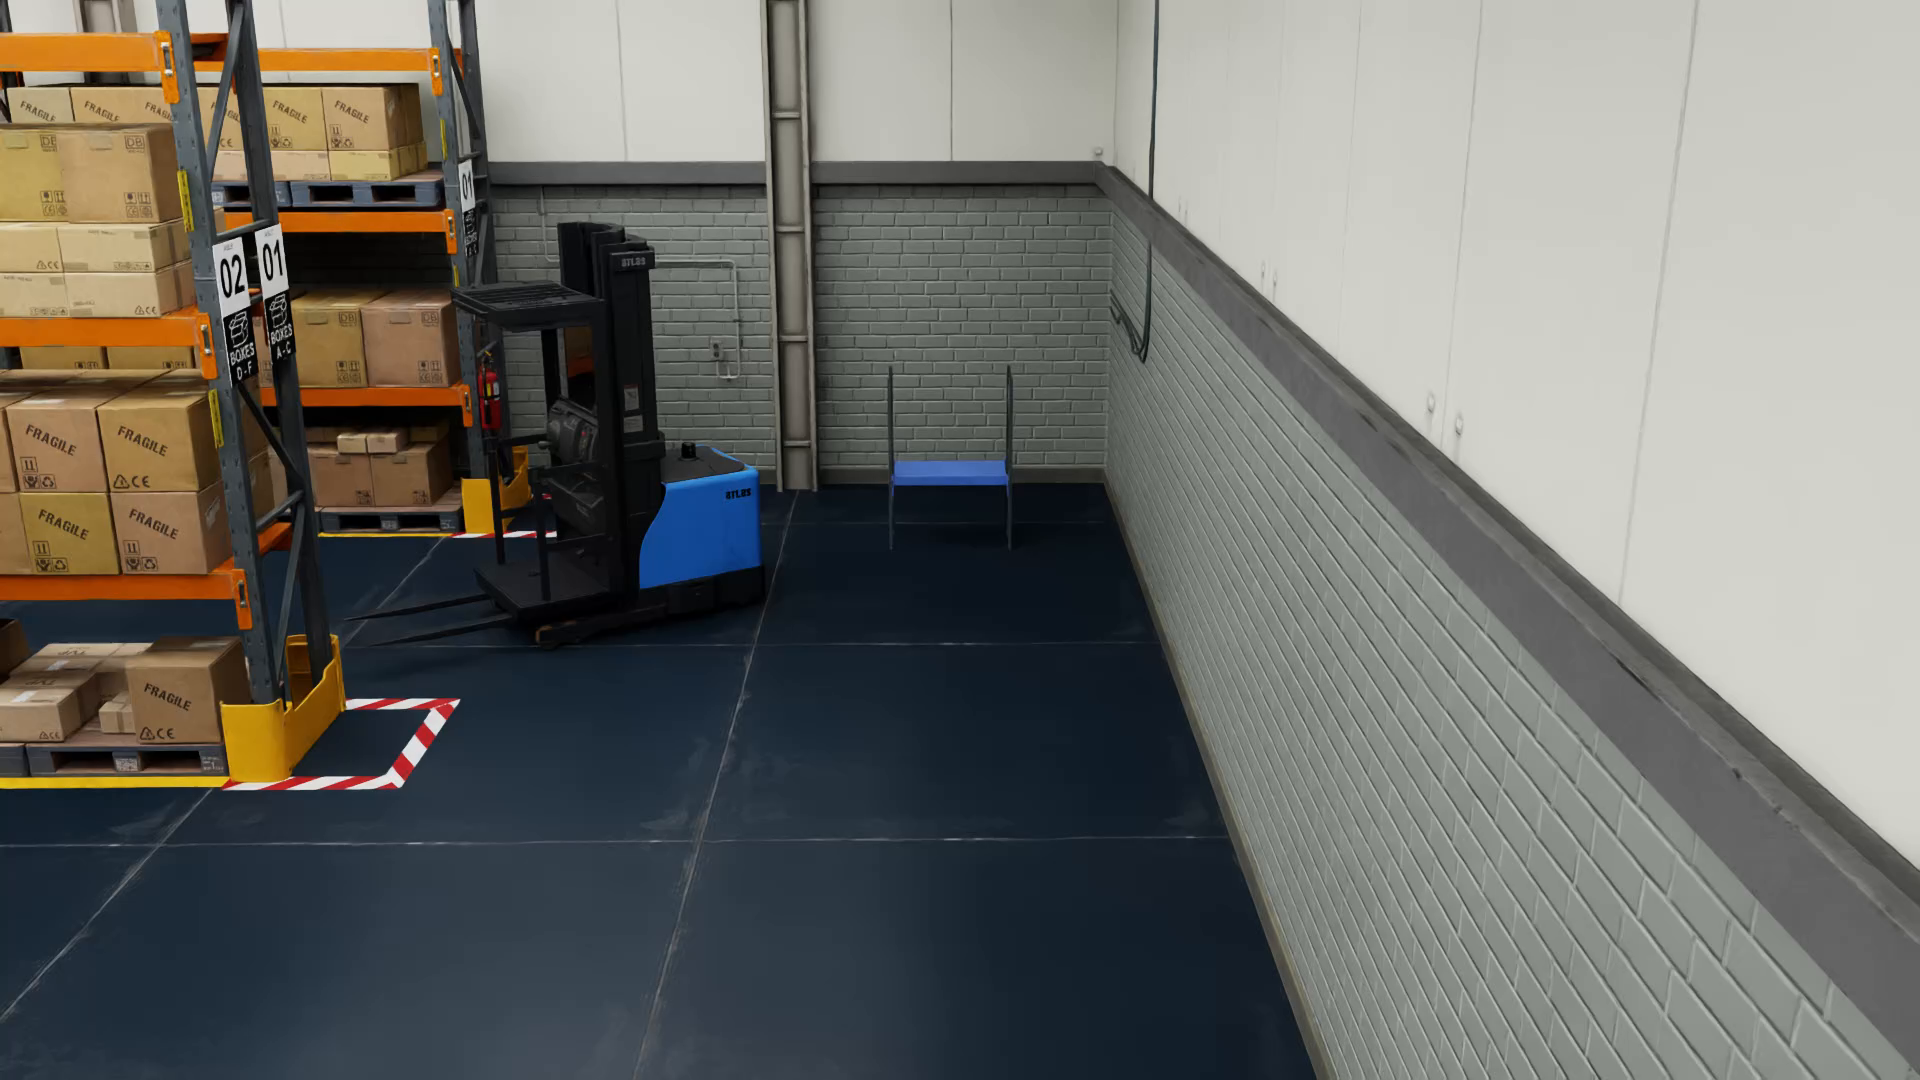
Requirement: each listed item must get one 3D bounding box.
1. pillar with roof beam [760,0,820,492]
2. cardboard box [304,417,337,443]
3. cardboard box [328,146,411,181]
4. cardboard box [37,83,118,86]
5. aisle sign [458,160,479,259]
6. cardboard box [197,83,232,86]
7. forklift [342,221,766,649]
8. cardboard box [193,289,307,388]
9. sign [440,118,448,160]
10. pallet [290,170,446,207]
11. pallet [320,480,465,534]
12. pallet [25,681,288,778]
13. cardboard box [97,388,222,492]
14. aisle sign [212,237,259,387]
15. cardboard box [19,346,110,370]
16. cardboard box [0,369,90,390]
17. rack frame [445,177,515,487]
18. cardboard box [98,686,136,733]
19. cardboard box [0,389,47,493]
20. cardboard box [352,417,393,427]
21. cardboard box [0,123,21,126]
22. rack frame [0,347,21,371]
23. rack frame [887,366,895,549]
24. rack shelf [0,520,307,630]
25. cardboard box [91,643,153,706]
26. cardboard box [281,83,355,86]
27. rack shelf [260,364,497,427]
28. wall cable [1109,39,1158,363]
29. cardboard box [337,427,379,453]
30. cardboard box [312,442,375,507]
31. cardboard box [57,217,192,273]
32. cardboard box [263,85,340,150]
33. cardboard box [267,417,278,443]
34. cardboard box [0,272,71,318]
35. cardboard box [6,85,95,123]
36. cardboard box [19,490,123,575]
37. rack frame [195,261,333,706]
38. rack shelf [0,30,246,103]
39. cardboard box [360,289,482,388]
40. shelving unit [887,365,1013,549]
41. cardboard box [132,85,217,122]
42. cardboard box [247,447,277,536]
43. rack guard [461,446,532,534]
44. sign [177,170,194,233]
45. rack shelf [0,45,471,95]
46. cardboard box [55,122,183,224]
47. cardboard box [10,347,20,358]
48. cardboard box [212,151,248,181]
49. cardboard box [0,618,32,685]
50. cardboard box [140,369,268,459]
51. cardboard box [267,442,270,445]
[{"bbox_3d":[-1.498,-3.481,10.668,0.400,9.000,9.100,0,18,-1],"label":"pillar with roof beam"},{"bbox_3d":[-5.839,-1.003,15.108,0.250,0.149,0.380,0,18,0],"label":"cardboard box"},{"bbox_3d":[-4.980,-3.182,14.040,0.500,0.250,0.500,0,18,1],"label":"cardboard box"},{"bbox_3d":[-7.556,-3.679,14.362,0.500,0.500,0.500,0,18,-1],"label":"cardboard box"},{"bbox_3d":[-4.175,-2.809,14.137,0.004,0.787,0.394,0,18,-1],"label":"aisle sign"},{"bbox_3d":[-6.517,-3.691,14.399,0.500,0.500,0.500,-1,18,-3],"label":"cardboard box"},{"bbox_3d":[-3.036,-0.788,12.205,3.031,2.935,1.130,-11,21,-31],"label":"forklift"},{"bbox_3d":[-6.251,-1.792,14.731,0.700,0.700,0.980,-1,18,-4],"label":"cardboard box"},{"bbox_3d":[-4.257,-3.309,13.720,0.005,0.325,0.100,0,18,-1],"label":"sign"},{"bbox_3d":[-4.993,-3.042,14.353,1.213,0.211,1.003,0,18,-1],"label":"pallet"},{"bbox_3d":[-5.050,-0.307,15.158,1.213,0.211,1.003,0,18,-1],"label":"pallet"},{"bbox_3d":[-5.043,1.183,10.514,1.213,0.211,1.003,0,18,-1],"label":"pallet"},{"bbox_3d":[-4.610,-0.587,9.666,0.500,0.500,0.500,0,18,-1],"label":"cardboard box"},{"bbox_3d":[-4.097,-1.294,9.415,0.004,0.787,0.394,0,18,-1],"label":"aisle sign"},{"bbox_3d":[-7.708,-1.783,14.705,0.700,0.700,0.980,0,18,0],"label":"cardboard box"},{"bbox_3d":[-5.640,-0.746,10.161,0.500,0.500,0.500,0,18,0],"label":"cardboard box"},{"bbox_3d":[-4.252,-1.662,14.819,0.127,3.000,1.000,0,18,-1],"label":"rack frame"},{"bbox_3d":[-5.116,1.043,10.305,0.250,0.166,0.380,0,18,-1],"label":"cardboard box"},{"bbox_3d":[-5.634,-0.580,9.645,0.500,0.500,0.500,0,18,1],"label":"cardboard box"},{"bbox_3d":[-5.335,-1.006,15.115,0.250,0.149,0.380,0,18,-1],"label":"cardboard box"},{"bbox_3d":[-5.683,-2.082,9.417,0.500,0.500,0.700,0,18,-1],"label":"cardboard box"},{"bbox_3d":[-8.251,-1.643,14.759,0.127,3.000,1.000,0,18,-1],"label":"rack frame"},{"bbox_3d":[-0.594,-0.711,14.310,0.032,1.500,0.500,0,18,-1],"label":"rack frame"},{"bbox_3d":[-6.169,0.203,10.182,4.000,0.370,1.077,0,18,-1],"label":"rack shelf"},{"bbox_3d":[-5.218,0.869,10.710,0.500,0.250,0.500,0,18,-1],"label":"cardboard box"},{"bbox_3d":[-5.514,-3.694,14.408,0.500,0.500,0.500,-1,18,-2],"label":"cardboard box"},{"bbox_3d":[-6.251,-1.310,14.898,4.000,0.370,1.077,0,18,-1],"label":"rack shelf"},{"bbox_3d":[1.409,-2.958,14.121,0.112,2.526,3.097,0,18,-1],"label":"wall cable"},{"bbox_3d":[-5.331,-0.889,14.752,0.250,0.149,0.380,0,18,1],"label":"cardboard box"},{"bbox_3d":[-5.450,-0.636,15.023,0.500,0.500,0.700,0,18,-1],"label":"cardboard box"},{"bbox_3d":[-4.679,-1.664,9.340,0.500,0.250,0.500,0,18,-1],"label":"cardboard box"},{"bbox_3d":[-5.480,-3.538,13.922,0.500,0.500,0.500,0,18,1],"label":"cardboard box"},{"bbox_3d":[-6.349,-1.001,15.100,0.250,0.149,0.380,-1,18,-2],"label":"cardboard box"},{"bbox_3d":[-5.179,-1.424,9.411,0.500,0.250,0.500,0,18,-1],"label":"cardboard box"},{"bbox_3d":[-7.534,-3.522,13.873,0.500,0.500,0.500,0,18,-1],"label":"cardboard box"},{"bbox_3d":[-5.132,-0.108,9.810,0.500,0.500,0.500,0,18,0],"label":"cardboard box"},{"bbox_3d":[-4.170,-0.149,10.102,0.127,3.000,1.000,0,18,-1],"label":"rack frame"},{"bbox_3d":[-6.169,-2.652,9.266,4.000,0.370,1.077,0,18,-1],"label":"rack shelf"},{"bbox_3d":[-4.761,-1.800,14.756,0.700,0.700,0.980,1,18,2],"label":"cardboard box"},{"bbox_3d":[-0.085,-0.714,14.317,1.048,1.500,0.538,0,18,-1],"label":"shelving unit"},{"bbox_3d":[-6.526,-3.531,13.899,0.500,0.500,0.500,0,18,-1],"label":"cardboard box"},{"bbox_3d":[-4.617,-0.275,10.331,0.500,0.500,0.500,0,18,0],"label":"cardboard box"},{"bbox_3d":[-4.228,-0.472,15.201,0.348,0.500,1.175,0,18,-1],"label":"rack guard"},{"bbox_3d":[-4.181,-1.830,8.980,0.005,0.325,0.100,0,18,-1],"label":"sign"},{"bbox_3d":[-6.251,-3.976,14.043,4.000,0.370,1.077,0,18,-1],"label":"rack shelf"},{"bbox_3d":[-4.683,-2.094,9.453,0.500,0.500,0.700,0,18,-1],"label":"cardboard box"},{"bbox_3d":[-8.715,-1.916,14.928,0.500,0.500,0.500,-1,18,-3],"label":"cardboard box"},{"bbox_3d":[-6.020,-3.175,14.019,0.500,0.250,0.500,-1,18,-3],"label":"cardboard box"},{"bbox_3d":[-6.291,0.839,10.390,0.637,0.503,0.797,0,18,-1],"label":"cardboard box"},{"bbox_3d":[-4.617,-0.751,10.179,0.500,0.500,0.500,0,18,1],"label":"cardboard box"},{"bbox_3d":[-6.486,-0.628,15.000,0.500,0.500,0.700,0,18,0],"label":"cardboard box"}]
